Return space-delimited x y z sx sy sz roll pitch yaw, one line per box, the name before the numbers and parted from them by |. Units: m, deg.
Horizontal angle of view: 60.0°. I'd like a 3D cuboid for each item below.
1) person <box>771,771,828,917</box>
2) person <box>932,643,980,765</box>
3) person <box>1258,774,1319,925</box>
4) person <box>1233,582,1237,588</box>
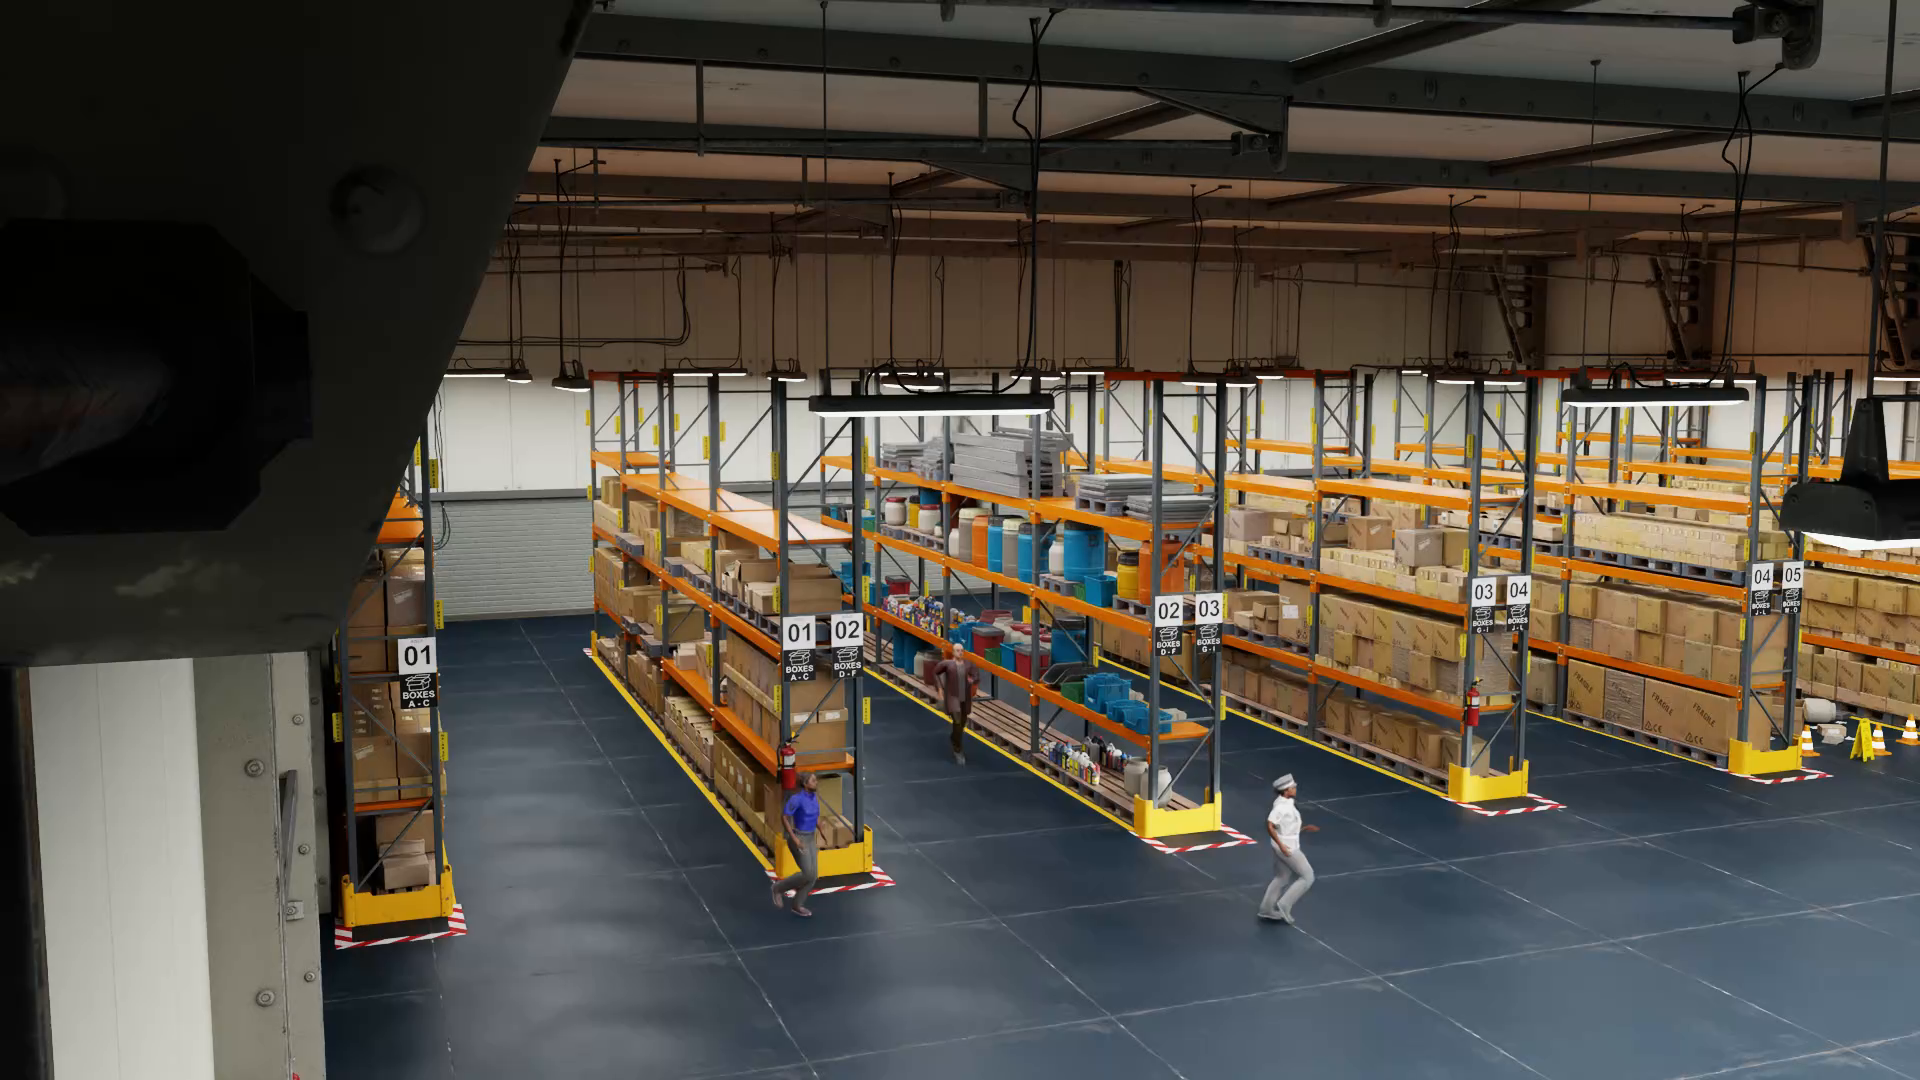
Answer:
person | -1.808 3.431 18.960 0.536 1.595 0.658 3 7 23
person | -0.037 2.526 26.034 0.666 1.834 0.909 -3 7 -24
person | 3.670 3.433 18.500 0.652 1.684 0.553 0 6 3
person | 5.676 1.687 34.032 0.581 1.674 0.966 -3 7 -27
